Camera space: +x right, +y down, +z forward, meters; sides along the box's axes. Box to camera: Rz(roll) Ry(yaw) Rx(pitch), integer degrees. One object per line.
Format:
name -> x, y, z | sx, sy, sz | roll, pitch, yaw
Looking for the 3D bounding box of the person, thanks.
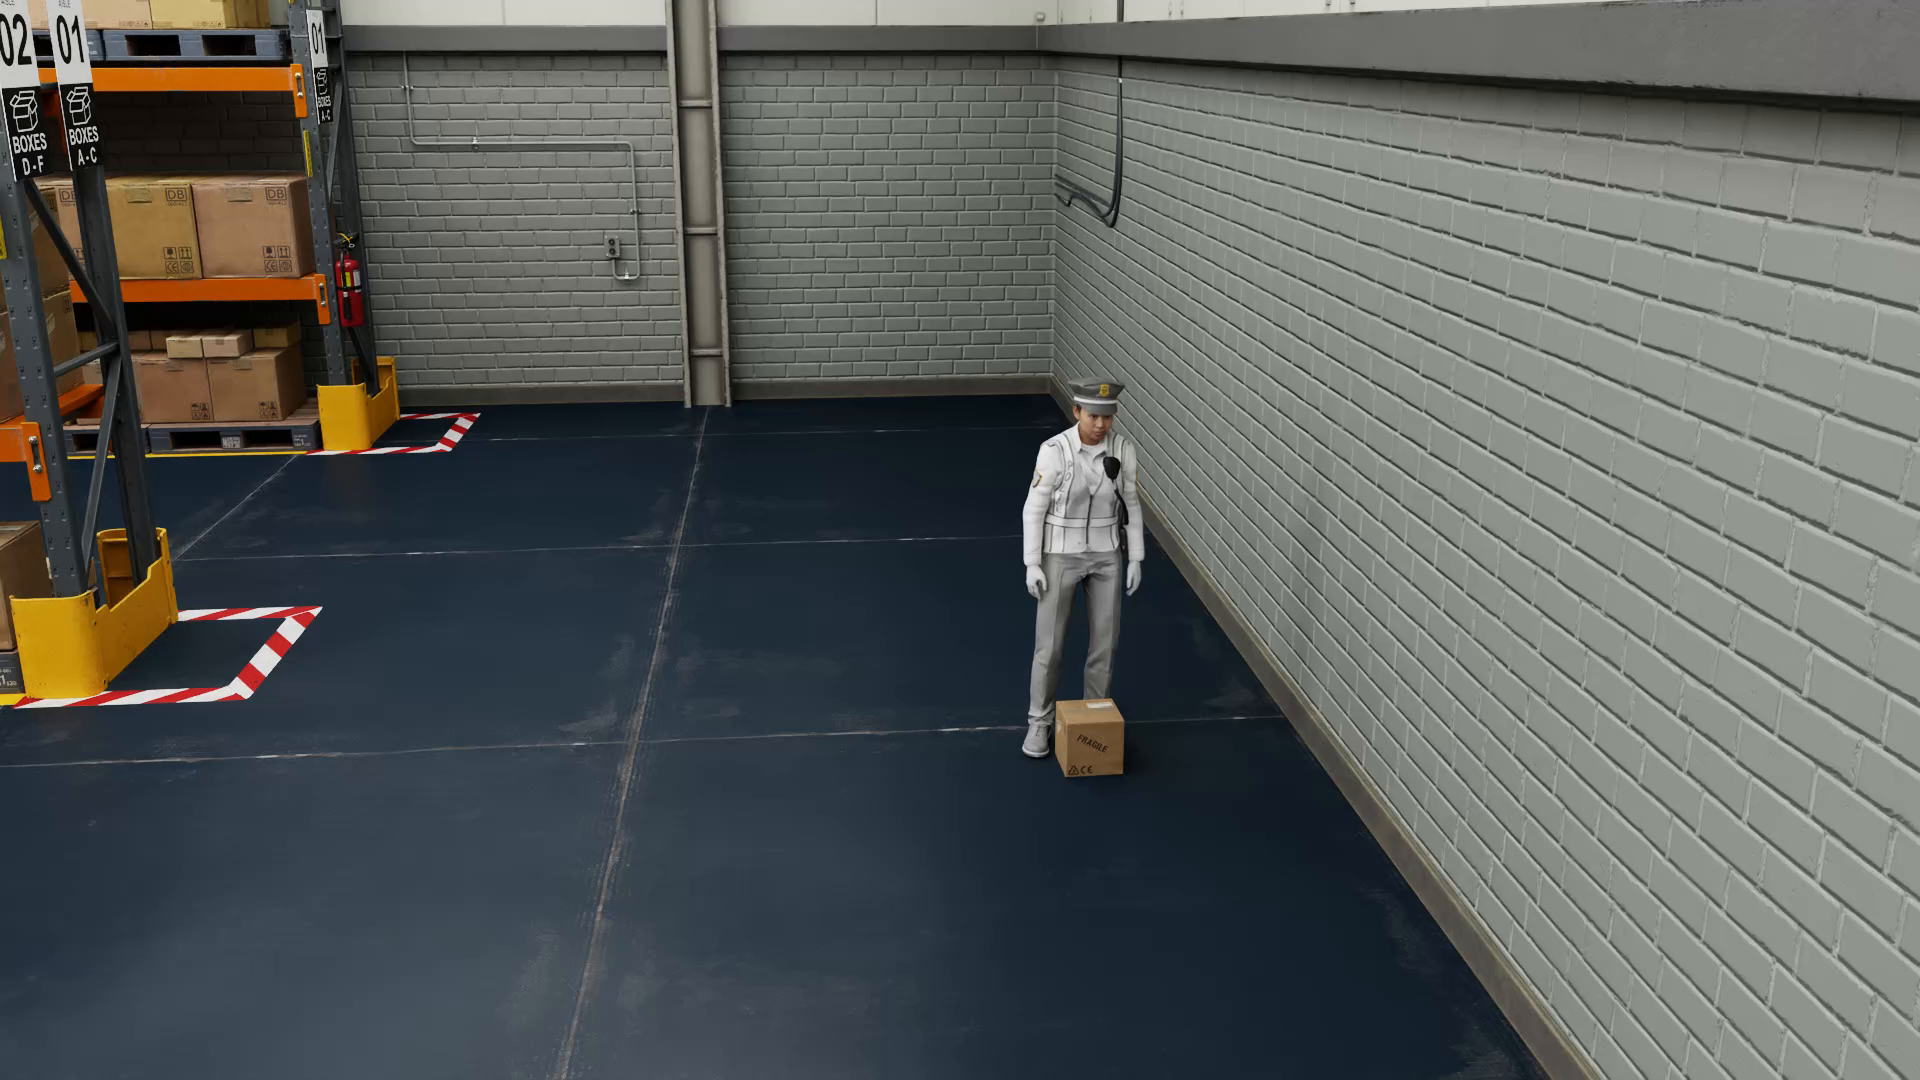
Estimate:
person -> 0.533, 0.104, 7.188 | 0.546, 1.665, 0.373 | -3, 17, -9
